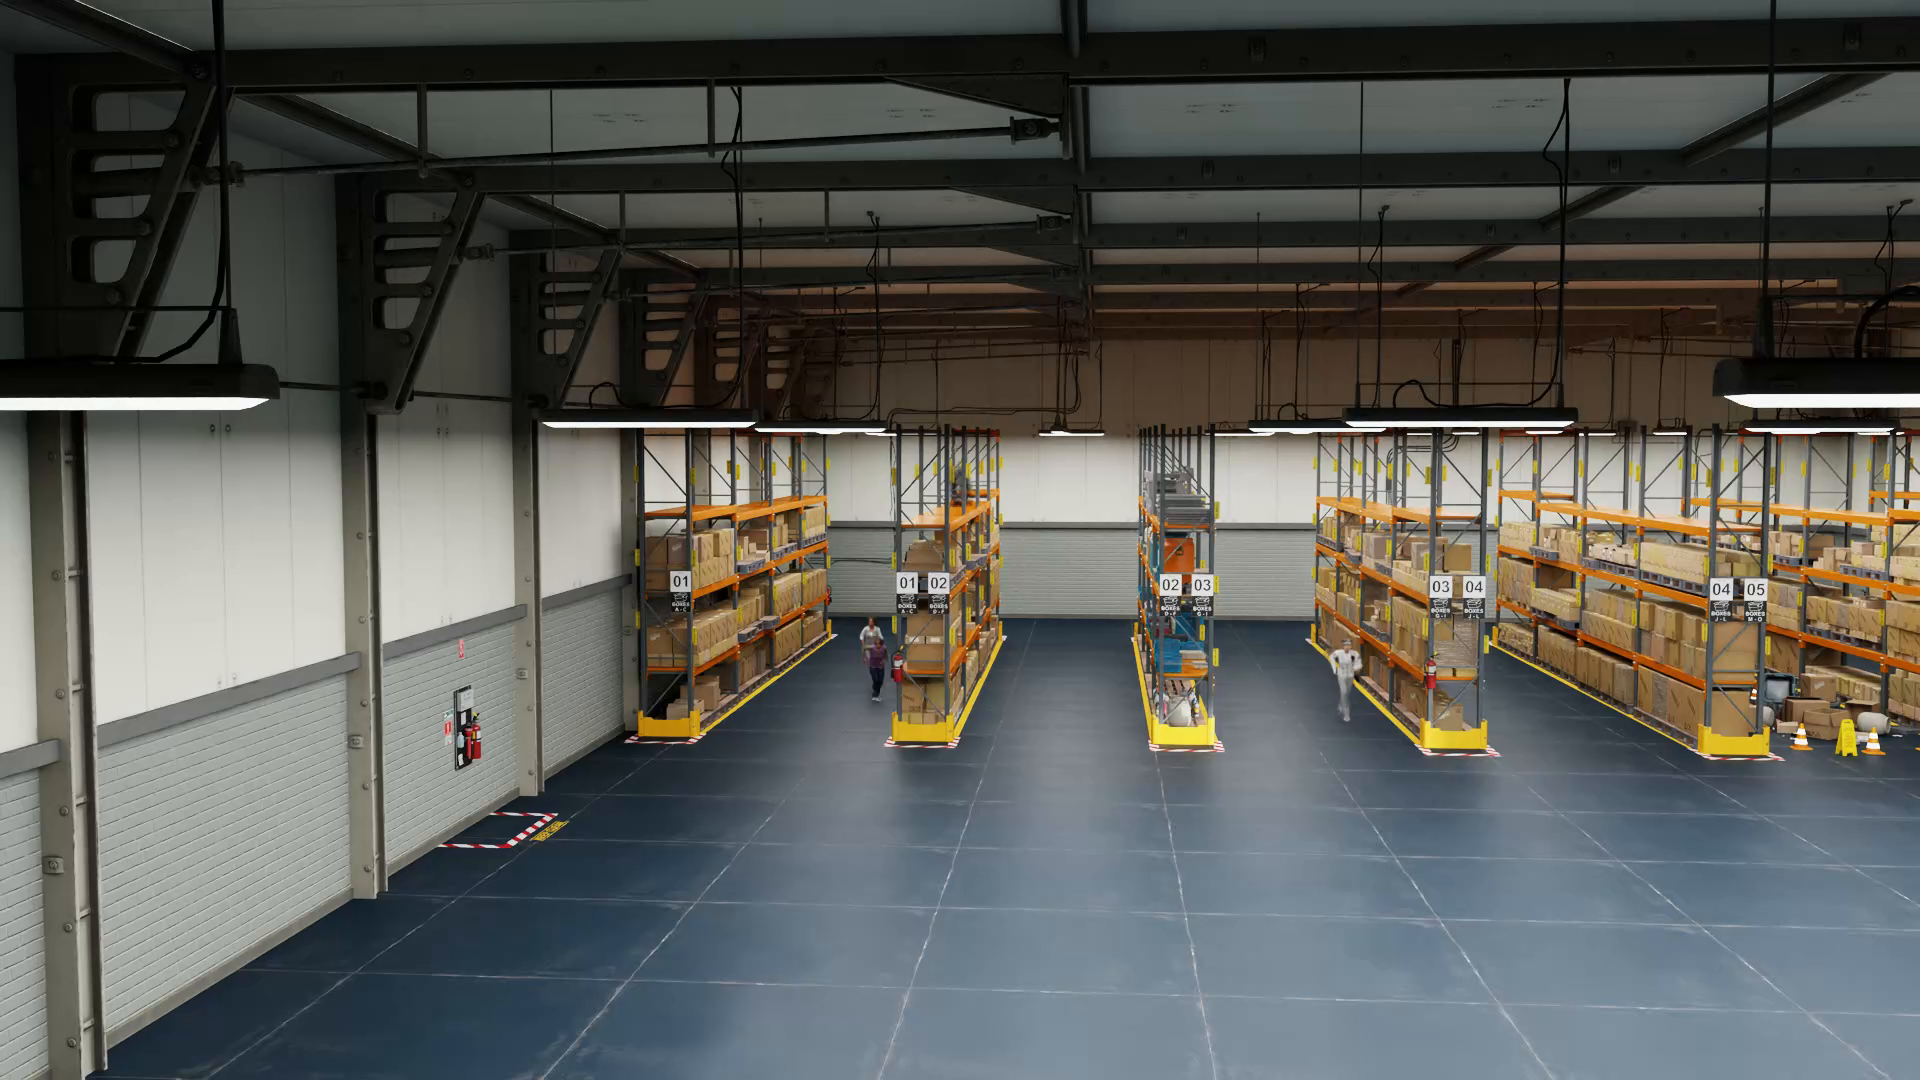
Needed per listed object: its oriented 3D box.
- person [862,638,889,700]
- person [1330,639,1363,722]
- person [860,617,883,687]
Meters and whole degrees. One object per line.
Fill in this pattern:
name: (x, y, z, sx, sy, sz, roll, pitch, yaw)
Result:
person: (-1.846, 2.806, 36.117, 0.566, 1.431, 0.829, -1, 4, -10)
person: (7.898, 2.835, 34.054, 0.614, 1.682, 0.990, 0, 3, 0)
person: (-2.051, 2.574, 38.597, 0.546, 1.596, 0.788, 0, 3, 0)
